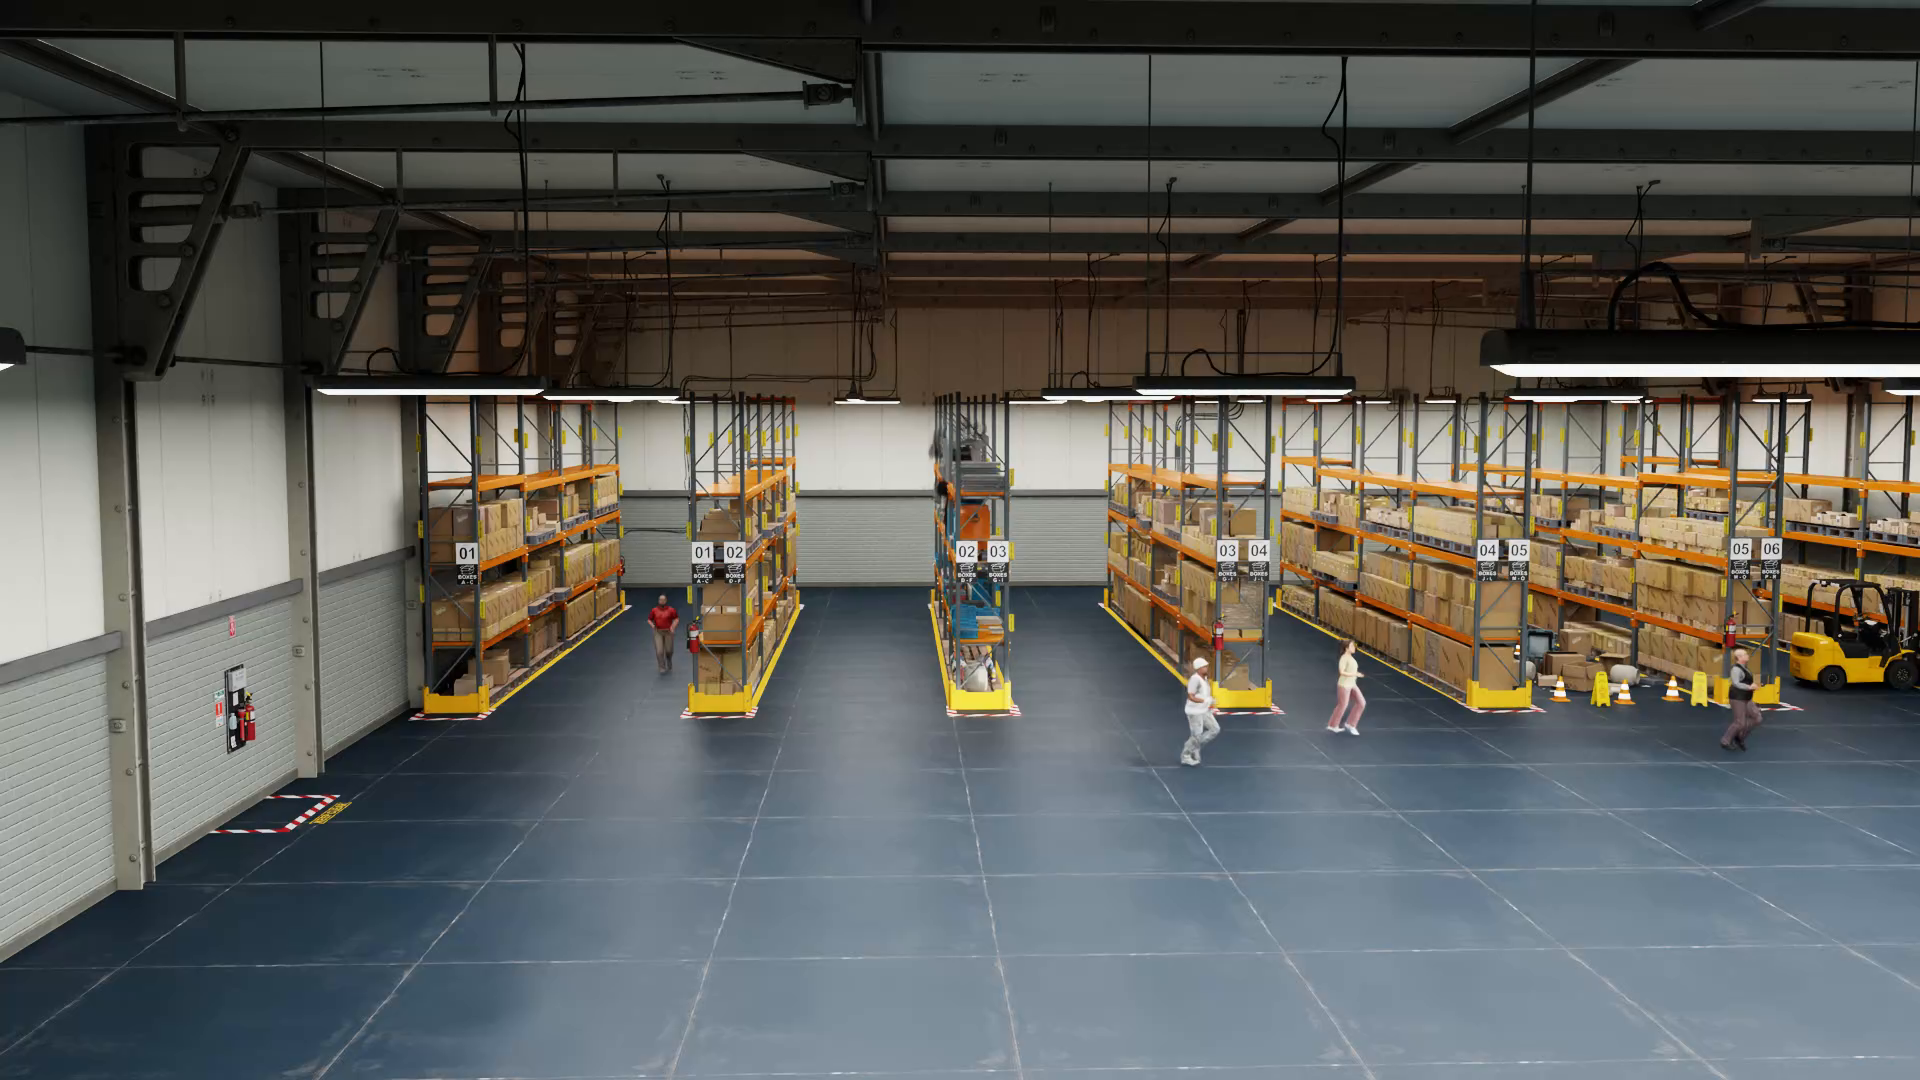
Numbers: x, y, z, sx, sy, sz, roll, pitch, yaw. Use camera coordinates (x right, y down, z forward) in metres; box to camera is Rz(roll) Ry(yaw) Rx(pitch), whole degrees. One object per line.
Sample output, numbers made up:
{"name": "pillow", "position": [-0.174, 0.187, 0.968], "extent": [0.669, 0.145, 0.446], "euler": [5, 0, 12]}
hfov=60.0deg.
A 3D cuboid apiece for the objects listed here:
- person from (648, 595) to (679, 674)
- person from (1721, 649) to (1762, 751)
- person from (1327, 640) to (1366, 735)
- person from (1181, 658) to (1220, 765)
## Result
{"name": "person", "position": [-6.373, 2.024, 35.700], "extent": [0.659, 1.674, 0.622], "euler": [-1, 5, -9]}
{"name": "person", "position": [12.952, 2.661, 27.528], "extent": [0.615, 1.713, 0.717], "euler": [4, 6, 40]}
{"name": "person", "position": [6.736, 2.576, 28.970], "extent": [0.692, 1.692, 0.572], "euler": [4, 6, 38]}
{"name": "person", "position": [3.813, 2.725, 26.403], "extent": [0.653, 1.732, 0.677], "euler": [3, 5, 29]}
